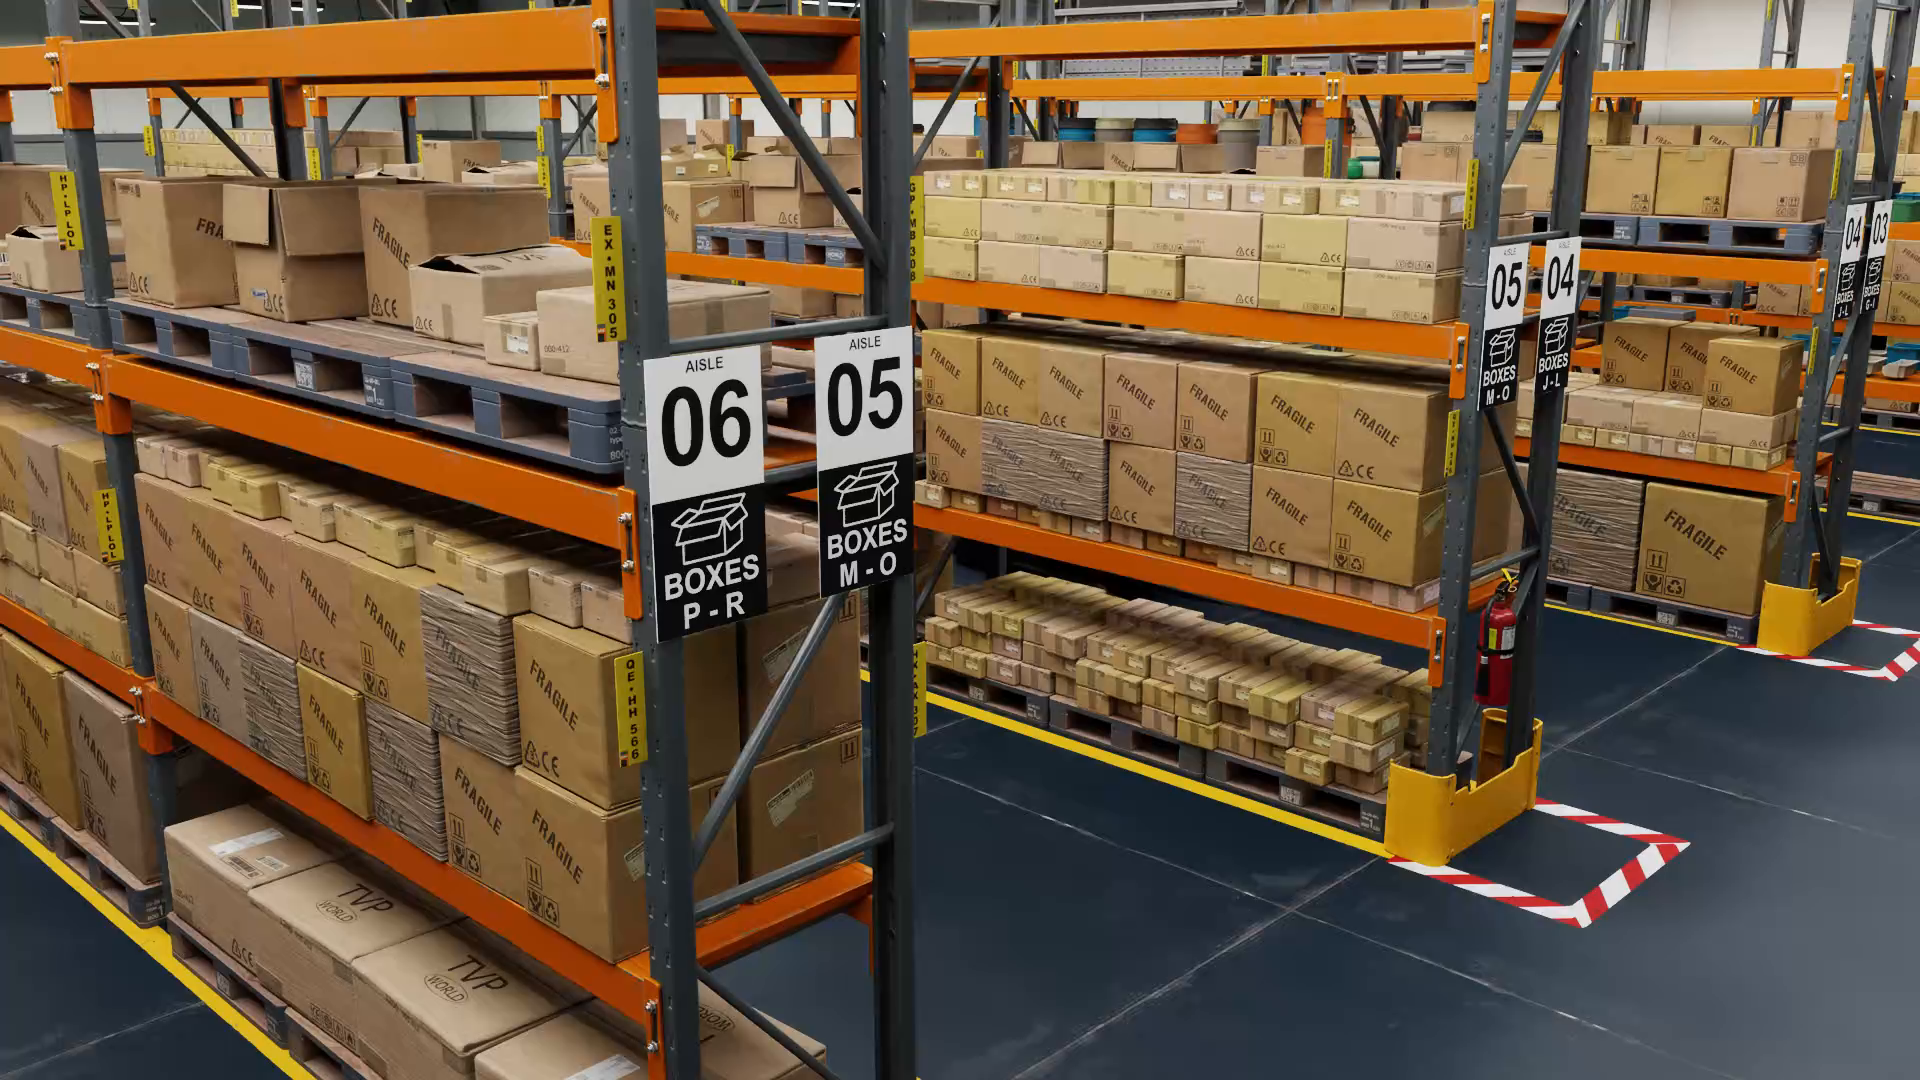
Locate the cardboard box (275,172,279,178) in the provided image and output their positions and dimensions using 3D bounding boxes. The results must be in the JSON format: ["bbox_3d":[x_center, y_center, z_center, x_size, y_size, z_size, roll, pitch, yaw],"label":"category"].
[{"bbox_3d":[-6.666,-3.634,16.767,0.250,0.149,0.380,14,20,43],"label":"cardboard box"}]

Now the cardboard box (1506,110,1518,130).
[{"bbox_3d":[7.770,-5.844,23.600,0.500,0.500,0.500,14,20,42],"label":"cardboard box"}]

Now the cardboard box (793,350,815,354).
[{"bbox_3d":[-1.334,-1.398,13.153,0.380,0.149,0.250,-13,20,-42],"label":"cardboard box"}]

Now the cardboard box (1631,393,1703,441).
[{"bbox_3d":[5.443,-0.937,12.606,0.500,0.250,0.500,13,20,41],"label":"cardboard box"}]

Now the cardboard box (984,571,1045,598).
[{"bbox_3d":[0.382,0.346,11.616,0.380,0.149,0.250,-14,20,-43],"label":"cardboard box"}]

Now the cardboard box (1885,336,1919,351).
[{"bbox_3d":[14.242,-2.982,24.870,0.500,0.500,0.700,14,20,43],"label":"cardboard box"}]

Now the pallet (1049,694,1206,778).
[{"bbox_3d":[1.336,1.116,10.548,1.213,0.211,1.003,14,20,42],"label":"pallet"}]

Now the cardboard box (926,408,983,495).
[{"bbox_3d":[0.127,-0.618,10.884,0.500,0.500,0.500,13,20,41],"label":"cardboard box"}]

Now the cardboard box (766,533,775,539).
[{"bbox_3d":[-0.840,0.067,5.577,0.380,0.149,0.250,-14,20,-43],"label":"cardboard box"}]

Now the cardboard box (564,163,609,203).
[{"bbox_3d":[-3.302,-3.085,14.336,0.500,0.311,0.500,14,20,42],"label":"cardboard box"}]

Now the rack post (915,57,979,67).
[{"bbox_3d":[-0.323,-6.973,24.314,0.954,0.300,0.937,13,20,41],"label":"rack post"}]

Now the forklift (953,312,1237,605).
[{"bbox_3d":[1.266,-1.053,13.478,1.130,2.935,3.031,-13,20,-41],"label":"forklift"}]

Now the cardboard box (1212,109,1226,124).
[{"bbox_3d":[5.246,-8.120,32.294,0.500,0.500,0.500,12,19,38],"label":"cardboard box"}]

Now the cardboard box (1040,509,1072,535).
[{"bbox_3d":[0.716,-0.154,10.390,0.380,0.149,0.250,-14,20,-43],"label":"cardboard box"}]

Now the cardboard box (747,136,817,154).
[{"bbox_3d":[-2.028,-4.445,19.374,0.637,0.503,0.797,12,19,39],"label":"cardboard box"}]

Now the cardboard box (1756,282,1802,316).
[{"bbox_3d":[10.517,-3.148,21.183,0.500,0.500,0.500,-14,20,-43],"label":"cardboard box"}]

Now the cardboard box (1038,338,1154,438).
[{"bbox_3d":[0.826,-0.929,10.096,0.500,0.500,0.500,14,20,43],"label":"cardboard box"}]

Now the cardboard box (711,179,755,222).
[{"bbox_3d":[-1.620,-2.531,12.866,0.500,0.500,0.500,14,20,42],"label":"cardboard box"}]

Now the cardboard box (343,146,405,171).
[{"bbox_3d":[-5.971,-3.869,16.877,0.500,0.250,0.500,14,20,43],"label":"cardboard box"}]

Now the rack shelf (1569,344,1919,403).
[{"bbox_3d":[8.339,-1.641,17.027,4.000,0.370,1.077,14,20,42],"label":"rack shelf"}]

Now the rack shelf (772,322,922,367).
[{"bbox_3d":[-0.858,-2.143,18.950,4.000,0.370,1.077,14,20,42],"label":"rack shelf"}]

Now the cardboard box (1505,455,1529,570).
[{"bbox_3d":[4.528,-0.328,13.941,0.875,0.875,0.875,14,20,42],"label":"cardboard box"}]

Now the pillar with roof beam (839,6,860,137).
[{"bbox_3d":[-5.386,-10.494,37.679,0.548,9.000,9.100,14,20,42],"label":"pillar with roof beam"}]

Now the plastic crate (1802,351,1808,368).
[{"bbox_3d":[8.424,-1.797,16.601,0.250,0.136,0.298,14,20,42],"label":"plastic crate"}]

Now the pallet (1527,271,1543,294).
[{"bbox_3d":[7.997,-3.739,24.033,1.003,0.211,1.213,14,20,42],"label":"pallet"}]

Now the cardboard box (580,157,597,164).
[{"bbox_3d":[-4.753,-4.938,21.809,0.250,0.149,0.380,13,20,41],"label":"cardboard box"}]

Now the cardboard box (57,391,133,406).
[{"bbox_3d":[-4.656,-0.565,9.287,0.500,0.500,0.500,13,20,41],"label":"cardboard box"}]

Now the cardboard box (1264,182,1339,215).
[{"bbox_3d":[1.822,-1.809,8.809,0.250,0.149,0.380,14,20,43],"label":"cardboard box"}]

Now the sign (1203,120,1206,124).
[{"bbox_3d":[4.760,-8.014,32.375,0.005,0.325,0.100,14,20,42],"label":"sign"}]

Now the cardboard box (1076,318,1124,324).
[{"bbox_3d":[1.564,-2.429,16.435,0.797,0.503,0.637,-14,20,-43],"label":"cardboard box"}]

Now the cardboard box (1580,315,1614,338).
[{"bbox_3d":[9.079,-2.996,23.396,0.500,0.250,0.500,13,20,41],"label":"cardboard box"}]

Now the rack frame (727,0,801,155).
[{"bbox_3d":[-2.298,-5.744,19.447,0.127,3.000,1.000,14,20,42],"label":"rack frame"}]

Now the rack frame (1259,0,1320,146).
[{"bbox_3d":[4.019,-5.943,20.210,0.127,3.000,1.000,14,20,42],"label":"rack frame"}]

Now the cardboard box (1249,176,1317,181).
[{"bbox_3d":[1.877,-2.010,9.583,0.380,0.149,0.250,-14,20,-42],"label":"cardboard box"}]

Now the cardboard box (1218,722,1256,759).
[{"bbox_3d":[1.729,1.135,9.767,0.250,0.149,0.380,14,20,43],"label":"cardboard box"}]

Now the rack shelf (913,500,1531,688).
[{"bbox_3d":[1.385,0.140,10.190,4.000,0.370,1.077,14,20,42],"label":"rack shelf"}]

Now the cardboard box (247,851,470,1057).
[{"bbox_3d":[-2.395,1.681,7.099,0.875,0.438,0.875,13,19,41],"label":"cardboard box"}]

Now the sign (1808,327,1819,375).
[{"bbox_3d":[5.954,-1.319,11.598,0.005,0.325,0.100,14,20,42],"label":"sign"}]

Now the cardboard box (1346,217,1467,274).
[{"bbox_3d":[2.317,-1.513,8.465,0.500,0.250,0.500,13,19,41],"label":"cardboard box"}]

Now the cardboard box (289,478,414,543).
[{"bbox_3d":[-2.287,-0.116,6.277,0.250,0.149,0.380,14,20,42],"label":"cardboard box"}]

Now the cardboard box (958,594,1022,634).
[{"bbox_3d":[0.207,0.487,11.072,0.380,0.149,0.250,-13,20,-41],"label":"cardboard box"}]

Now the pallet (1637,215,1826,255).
[{"bbox_3d":[5.799,-2.277,12.267,1.213,0.211,1.003,14,20,42],"label":"pallet"}]

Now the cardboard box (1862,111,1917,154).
[{"bbox_3d":[11.342,-4.944,20.145,0.500,0.500,0.700,14,20,42],"label":"cardboard box"}]

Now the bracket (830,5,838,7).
[{"bbox_3d":[-2.943,-13.026,40.255,0.430,0.232,0.235,14,20,42],"label":"bracket"}]

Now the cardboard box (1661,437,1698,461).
[{"bbox_3d":[5.486,-0.711,12.528,0.250,0.149,0.380,14,20,42],"label":"cardboard box"}]

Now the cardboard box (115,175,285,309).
[{"bbox_3d":[-3.140,-1.252,6.928,0.500,0.500,0.500,14,20,43],"label":"cardboard box"}]

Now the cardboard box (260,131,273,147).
[{"bbox_3d":[-6.840,-4.064,16.834,0.250,0.149,0.380,14,20,43],"label":"cardboard box"}]

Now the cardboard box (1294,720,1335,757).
[{"bbox_3d":[2.096,1.078,9.393,0.250,0.149,0.380,13,19,41],"label":"cardboard box"}]

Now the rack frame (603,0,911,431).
[{"bbox_3d":[-0.538,-1.845,4.483,0.127,3.000,1.000,14,20,42],"label":"rack frame"}]

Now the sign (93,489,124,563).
[{"bbox_3d":[-3.787,-0.064,7.406,0.005,0.325,0.100,14,20,42],"label":"sign"}]

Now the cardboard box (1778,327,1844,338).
[{"bbox_3d":[13.217,-3.391,25.746,0.750,0.750,0.750,14,20,43],"label":"cardboard box"}]

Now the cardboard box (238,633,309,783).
[{"bbox_3d":[-2.549,0.616,6.737,0.500,0.500,0.500,14,20,43],"label":"cardboard box"}]

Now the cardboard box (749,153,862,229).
[{"bbox_3d":[-1.075,-2.557,12.127,0.637,0.503,0.797,13,20,41],"label":"cardboard box"}]

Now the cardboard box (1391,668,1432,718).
[{"bbox_3d":[2.684,0.877,9.576,0.250,0.149,0.380,13,19,40],"label":"cardboard box"}]

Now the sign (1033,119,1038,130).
[{"bbox_3d":[1.312,-7.151,28.907,0.005,0.325,0.100,14,20,42],"label":"sign"}]

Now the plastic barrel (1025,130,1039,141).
[{"bbox_3d":[0.966,-5.560,23.634,0.421,0.512,0.421,0,15,0],"label":"plastic barrel"}]
